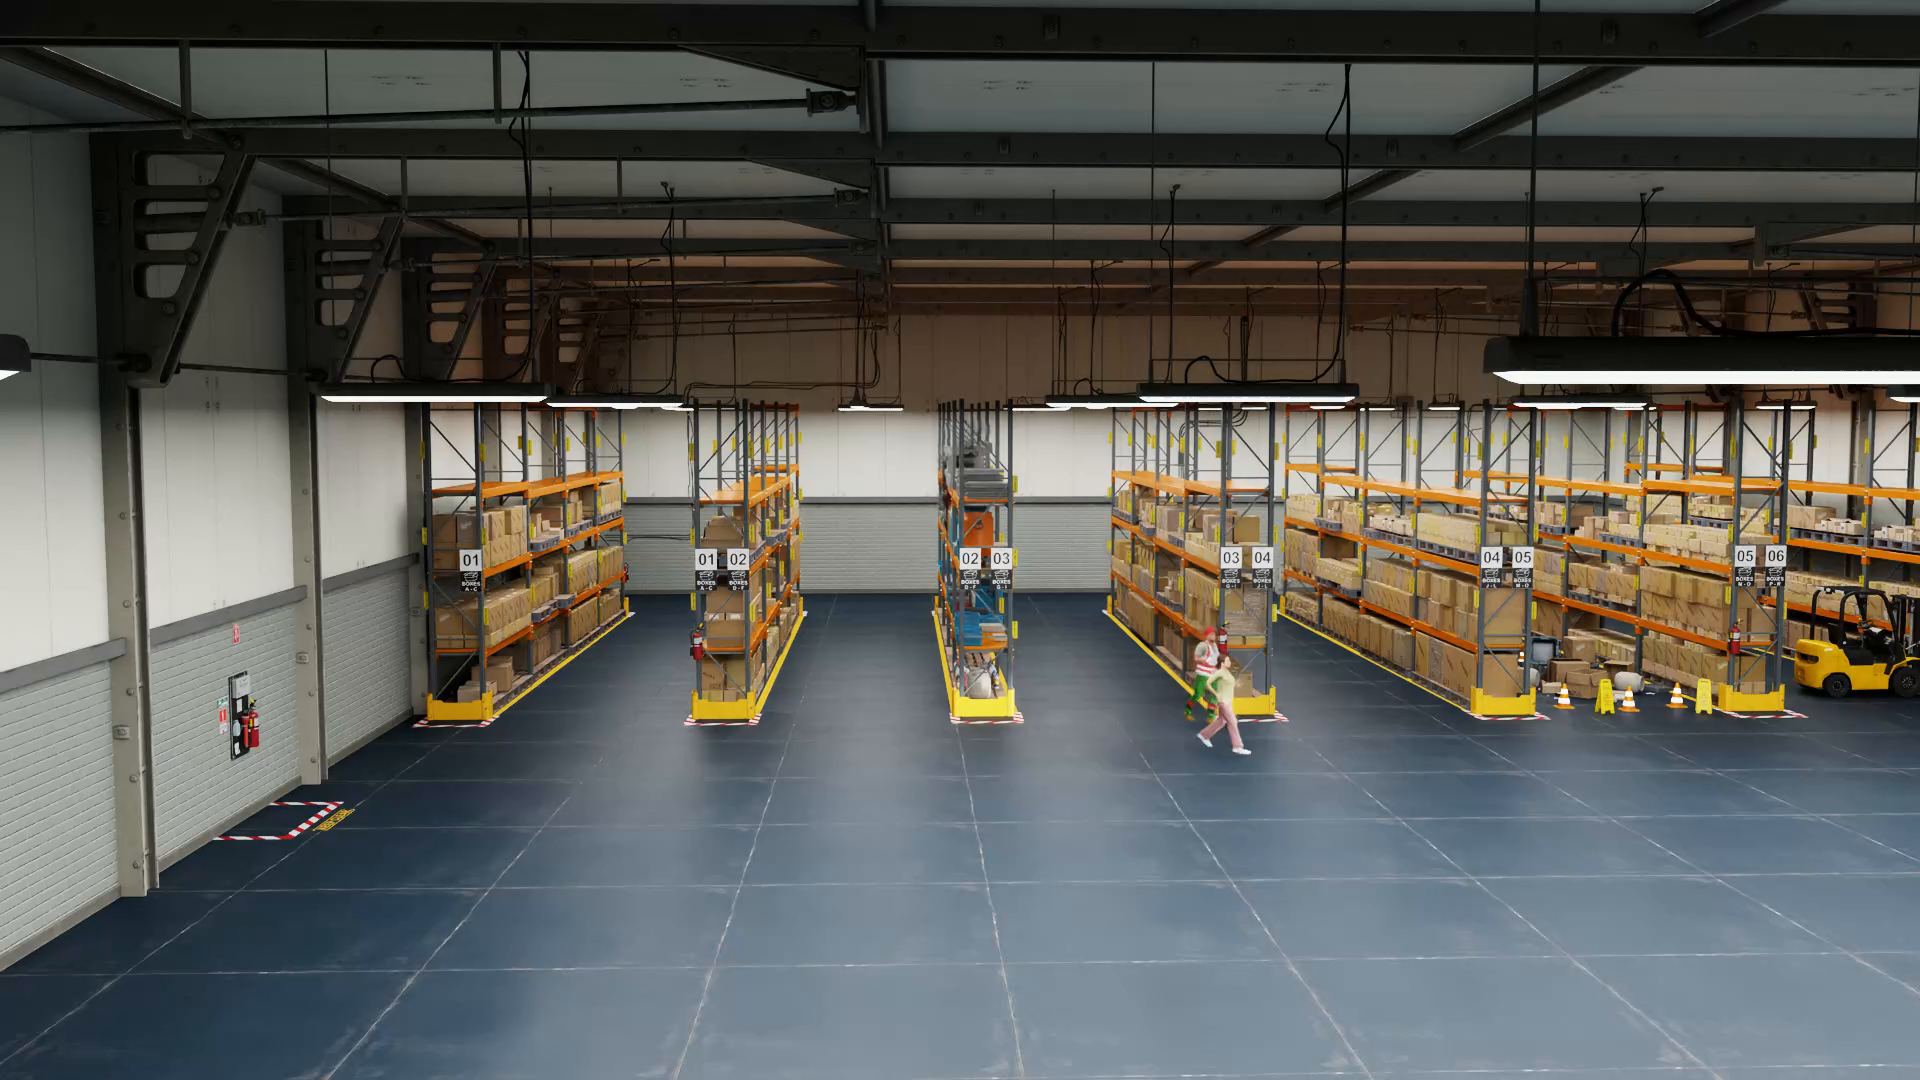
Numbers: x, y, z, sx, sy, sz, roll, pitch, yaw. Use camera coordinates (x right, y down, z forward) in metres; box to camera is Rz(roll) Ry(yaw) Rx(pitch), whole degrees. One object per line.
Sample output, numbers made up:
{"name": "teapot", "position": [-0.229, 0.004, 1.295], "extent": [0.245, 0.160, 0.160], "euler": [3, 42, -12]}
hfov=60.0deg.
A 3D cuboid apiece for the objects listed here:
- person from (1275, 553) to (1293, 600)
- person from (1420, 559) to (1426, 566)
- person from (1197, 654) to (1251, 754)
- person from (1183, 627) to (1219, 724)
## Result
{"name": "person", "position": [9.567, 1.154, 49.091], "extent": [0.538, 1.750, 0.709], "euler": [2, 5, 24]}
{"name": "person", "position": [13.615, 1.186, 49.269], "extent": [0.576, 1.597, 0.594], "euler": [0, 4, 4]}
{"name": "person", "position": [4.445, 2.738, 27.992], "extent": [0.969, 1.655, 0.574], "euler": [2, 5, 26]}
{"name": "person", "position": [4.520, 2.511, 30.579], "extent": [0.655, 1.835, 0.790], "euler": [-3, 5, -35]}
